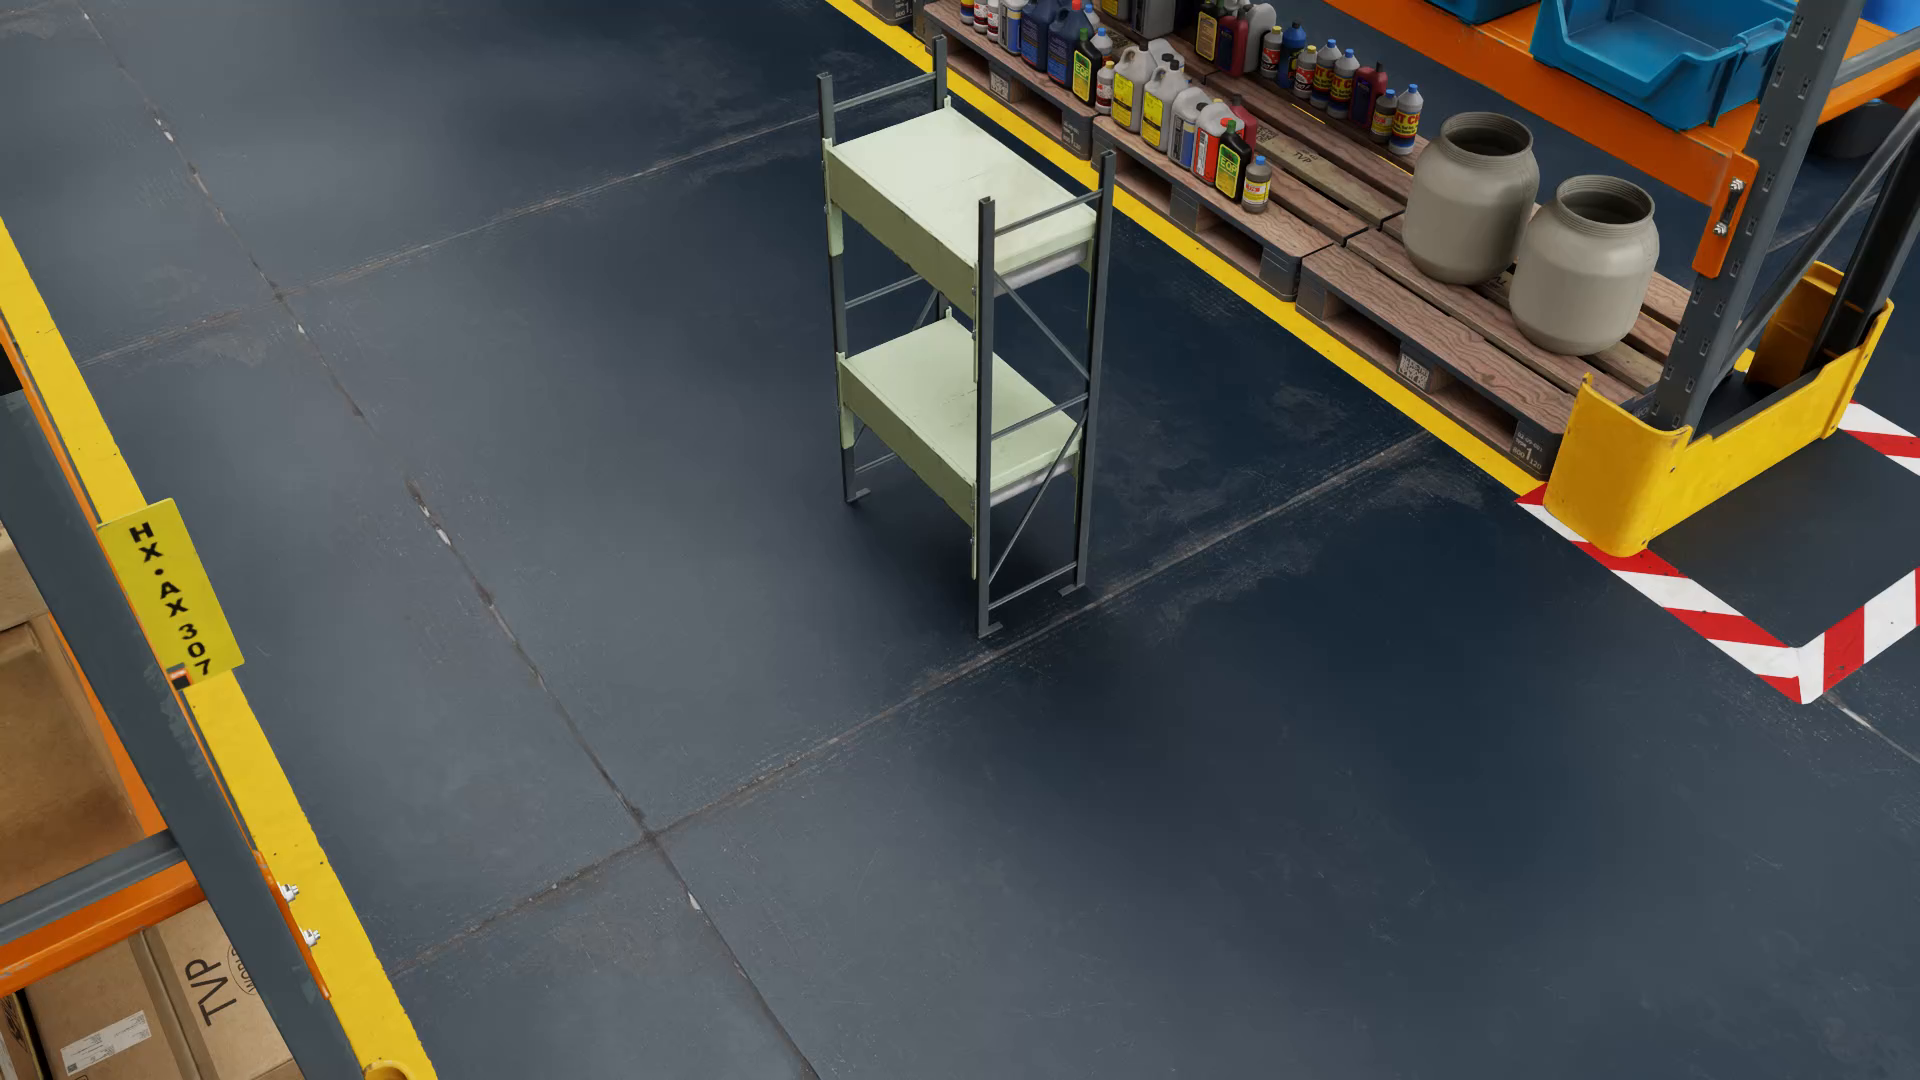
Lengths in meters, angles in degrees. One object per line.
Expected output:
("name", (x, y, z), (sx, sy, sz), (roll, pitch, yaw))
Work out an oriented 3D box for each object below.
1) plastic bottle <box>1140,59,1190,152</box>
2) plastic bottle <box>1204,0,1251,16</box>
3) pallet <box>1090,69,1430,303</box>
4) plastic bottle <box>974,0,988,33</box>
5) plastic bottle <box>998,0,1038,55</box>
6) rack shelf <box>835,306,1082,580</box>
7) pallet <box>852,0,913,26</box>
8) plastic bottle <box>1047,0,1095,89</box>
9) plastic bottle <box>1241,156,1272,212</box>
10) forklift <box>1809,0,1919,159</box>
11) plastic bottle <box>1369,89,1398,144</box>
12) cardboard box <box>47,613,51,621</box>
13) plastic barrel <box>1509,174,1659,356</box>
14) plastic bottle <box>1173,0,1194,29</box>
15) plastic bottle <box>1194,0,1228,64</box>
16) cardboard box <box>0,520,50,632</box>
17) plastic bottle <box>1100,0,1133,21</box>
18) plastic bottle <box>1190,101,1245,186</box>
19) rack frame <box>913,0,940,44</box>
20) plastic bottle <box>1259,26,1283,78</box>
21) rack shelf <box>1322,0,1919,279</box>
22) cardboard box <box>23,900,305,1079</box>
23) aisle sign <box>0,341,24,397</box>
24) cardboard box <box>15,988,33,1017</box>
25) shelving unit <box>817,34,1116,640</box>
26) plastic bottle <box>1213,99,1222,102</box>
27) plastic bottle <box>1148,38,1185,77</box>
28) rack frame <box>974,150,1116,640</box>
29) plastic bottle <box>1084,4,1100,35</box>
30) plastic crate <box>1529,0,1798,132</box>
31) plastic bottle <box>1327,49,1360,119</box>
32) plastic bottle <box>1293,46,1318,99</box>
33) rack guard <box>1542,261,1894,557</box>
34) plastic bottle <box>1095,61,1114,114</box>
("plastic bottle", (0.806, -1.708, 6.467), (0.144, 0.351, 0.185), (-24, 49, -23))
("plastic bottle", (1.126, -2.240, 7.024), (0.144, 0.351, 0.185), (-26, 49, -25))
("pallet", (1.279, -1.484, 6.652), (1.003, 0.211, 1.213), (-26, 49, -24))
("plastic bottle", (0.108, -2.317, 7.213), (0.097, 0.201, 0.097), (0, 44, 0))
("plastic bottle", (0.257, -2.229, 7.067), (0.152, 0.276, 0.135), (-24, 49, -23))
("rack shelf", (0.004, -0.303, 4.953), (0.431, 0.370, 0.720), (-26, 49, -24))
("pallet", (-0.254, -3.002, 8.242), (1.003, 0.211, 1.213), (-26, 49, -24))
("plastic bottle", (0.456, -2.054, 6.829), (0.144, 0.351, 0.185), (-28, 50, -26))
("plastic bottle", (1.105, -1.330, 6.179), (0.097, 0.201, 0.097), (0, 44, 0))
("forklift", (3.377, -3.636, 6.936), (1.130, 2.935, 3.031), (-18, 47, -18))
("plastic bottle", (1.674, -1.671, 6.537), (0.097, 0.201, 0.097), (0, 44, 0))
("cardboard box", (-2.111, 0.038, 2.966), (0.700, 0.500, 0.500), (-24, 49, -23))
("plastic barrel", (2.076, -0.911, 5.529), (0.421, 0.512, 0.421), (0, 44, 0))
("plastic bottle", (0.941, -2.423, 7.215), (0.144, 0.351, 0.185), (-28, 50, -26))
("plastic bottle", (1.057, -2.160, 6.989), (0.061, 0.283, 0.133), (-26, 49, -24))
("cardboard box", (-1.598, 0.061, 2.472), (0.380, 0.149, 0.250), (-26, 49, -25))
("plastic bottle", (0.713, -2.475, 7.270), (0.144, 0.351, 0.185), (-26, 49, -24))
("plastic bottle", (0.983, -1.510, 6.314), (0.152, 0.276, 0.135), (-25, 49, -24))
("rack frame", (0.227, -3.581, 6.829), (1.000, 3.000, 0.127), (-26, 49, -24))
("plastic bottle", (1.306, -2.036, 6.919), (0.097, 0.201, 0.097), (0, 44, 0))
("rack shelf", (1.371, -2.188, 5.891), (1.077, 0.370, 4.000), (-26, 49, -24))
("cardboard box", (-1.674, 1.090, 3.623), (0.500, 0.250, 0.500), (-26, 49, -24))
("aisle sign", (-1.261, -0.385, 1.599), (0.394, 0.787, 0.004), (-26, 49, -24))
("cardboard box", (-2.395, 1.016, 3.701), (0.500, 0.250, 0.500), (-26, 49, -24))
("shelving unit", (0.004, -0.539, 4.728), (0.431, 1.500, 0.755), (-26, 49, -24))
("plastic bottle", (0.996, -1.622, 6.485), (0.097, 0.201, 0.097), (0, 44, 0))
("plastic bottle", (0.807, -1.859, 6.679), (0.152, 0.276, 0.135), (-26, 49, -24))
("rack frame", (0.213, -0.331, 4.511), (0.400, 1.500, 0.023), (-26, 49, -24))
("plastic bottle", (0.530, -2.098, 6.933), (0.097, 0.271, 0.097), (0, 44, 0))
("plastic crate", (1.983, -1.427, 4.681), (0.499, 0.251, 0.616), (-26, 49, -24))
("plastic bottle", (1.538, -1.832, 6.654), (0.097, 0.271, 0.097), (0, 44, 0))
("plastic bottle", (1.424, -1.920, 6.797), (0.097, 0.201, 0.097), (0, 44, 0))
("rack guard", (2.433, -0.436, 5.345), (1.175, 0.500, 0.348), (-26, 49, -24))
("plastic bottle", (0.599, -1.831, 6.703), (0.097, 0.201, 0.097), (0, 44, 0))
